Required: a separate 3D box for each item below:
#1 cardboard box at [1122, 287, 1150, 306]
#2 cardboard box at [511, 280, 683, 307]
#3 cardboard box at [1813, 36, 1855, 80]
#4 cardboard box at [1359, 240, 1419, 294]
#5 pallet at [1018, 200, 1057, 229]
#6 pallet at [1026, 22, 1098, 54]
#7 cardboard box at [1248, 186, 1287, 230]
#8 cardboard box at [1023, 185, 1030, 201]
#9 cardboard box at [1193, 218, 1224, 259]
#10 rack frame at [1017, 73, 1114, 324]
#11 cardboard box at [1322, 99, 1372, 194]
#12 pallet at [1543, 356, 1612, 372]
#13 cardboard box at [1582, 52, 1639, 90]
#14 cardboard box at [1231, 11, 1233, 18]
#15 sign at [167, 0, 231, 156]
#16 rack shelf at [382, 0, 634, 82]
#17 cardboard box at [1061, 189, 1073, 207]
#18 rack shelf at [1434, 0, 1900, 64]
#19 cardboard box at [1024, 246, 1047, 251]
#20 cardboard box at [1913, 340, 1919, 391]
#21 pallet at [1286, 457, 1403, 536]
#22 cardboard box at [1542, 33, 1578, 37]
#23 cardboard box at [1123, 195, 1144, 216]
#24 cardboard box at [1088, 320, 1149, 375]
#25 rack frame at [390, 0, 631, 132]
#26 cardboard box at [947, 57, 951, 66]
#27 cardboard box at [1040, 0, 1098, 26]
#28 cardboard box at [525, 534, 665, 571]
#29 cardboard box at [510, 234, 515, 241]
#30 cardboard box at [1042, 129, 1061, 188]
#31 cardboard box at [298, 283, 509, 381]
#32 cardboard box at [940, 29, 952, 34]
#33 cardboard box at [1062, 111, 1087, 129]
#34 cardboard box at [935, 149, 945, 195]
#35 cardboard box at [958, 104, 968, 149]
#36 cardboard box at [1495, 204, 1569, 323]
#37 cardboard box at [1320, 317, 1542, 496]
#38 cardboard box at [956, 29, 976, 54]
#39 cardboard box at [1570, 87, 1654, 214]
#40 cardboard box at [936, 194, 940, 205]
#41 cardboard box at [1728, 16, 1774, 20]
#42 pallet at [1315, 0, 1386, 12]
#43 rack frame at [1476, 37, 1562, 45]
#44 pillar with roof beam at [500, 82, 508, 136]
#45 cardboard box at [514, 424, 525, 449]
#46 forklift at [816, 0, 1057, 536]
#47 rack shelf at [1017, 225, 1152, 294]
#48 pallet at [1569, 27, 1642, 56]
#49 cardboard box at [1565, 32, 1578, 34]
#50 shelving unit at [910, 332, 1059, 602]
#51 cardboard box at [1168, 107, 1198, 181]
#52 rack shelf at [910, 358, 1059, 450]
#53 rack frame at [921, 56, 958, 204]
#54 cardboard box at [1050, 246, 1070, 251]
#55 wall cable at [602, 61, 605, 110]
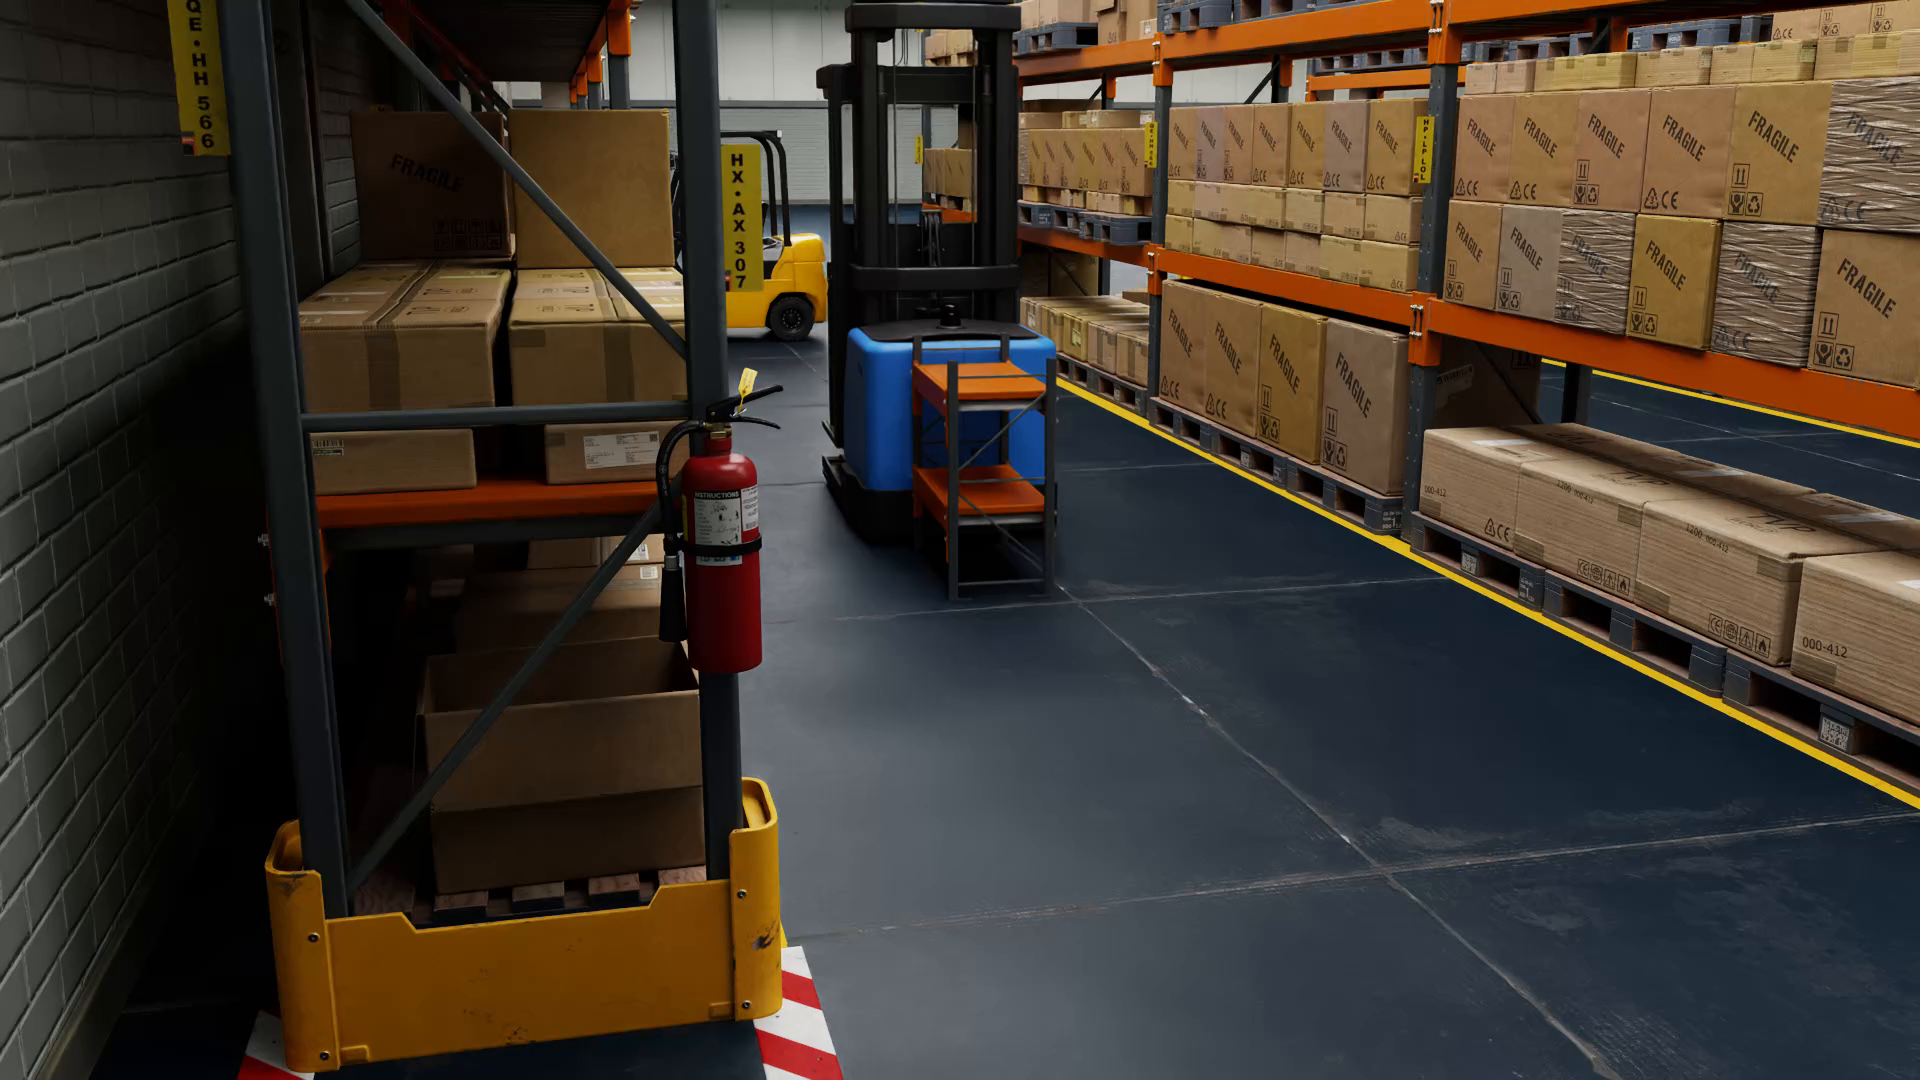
[{"bbox_3d":[2.055,-2.426,17.800,0.500,0.500,0.500,7,15,26],"label":"cardboard box"},{"bbox_3d":[-0.985,-0.578,4.663,0.500,0.250,0.500,-3,14,-13],"label":"cardboard box"},{"bbox_3d":[3.286,-1.706,5.905,0.380,0.149,0.250,-3,14,-14],"label":"cardboard box"},{"bbox_3d":[2.512,-1.488,9.011,0.500,0.250,0.500,-4,14,-15],"label":"cardboard box"},{"bbox_3d":[1.022,-3.039,15.450,1.003,0.211,1.213,-3,14,-13],"label":"pallet"},{"bbox_3d":[1.272,-4.295,14.262,1.213,0.211,1.003,-3,14,-13],"label":"pallet"},{"bbox_3d":[2.134,-2.080,10.385,0.500,0.250,0.500,-3,14,-12],"label":"cardboard box"},{"bbox_3d":[0.806,-3.253,15.568,0.380,0.149,0.250,-3,14,-12],"label":"cardboard box"},{"bbox_3d":[1.931,-2.076,11.422,0.500,0.250,0.500,-4,14,-15],"label":"cardboard box"},{"bbox_3d":[0.984,-3.317,16.182,1.000,3.000,0.127,-3,14,-13],"label":"rack frame"},{"bbox_3d":[2.385,-2.213,9.349,0.500,0.500,0.500,-3,14,-12],"label":"cardboard box"},{"bbox_3d":[6.316,-1.805,15.872,1.003,0.211,1.213,-3,14,-13],"label":"pallet"},{"bbox_3d":[2.894,-1.995,7.087,0.380,0.149,0.250,-4,14,-15],"label":"cardboard box"},{"bbox_3d":[1.954,-3.927,12.642,0.396,0.266,0.258,-3,14,-13],"label":"cardboard box"},{"bbox_3d":[-1.566,-0.960,3.432,0.100,0.325,0.005,-3,14,-13],"label":"sign"},{"bbox_3d":[-2.431,-2.762,9.110,1.077,0.370,4.000,-3,14,-13],"label":"rack shelf"},{"bbox_3d":[1.085,-2.951,14.331,0.380,0.149,0.250,-3,14,-11],"label":"cardboard box"},{"bbox_3d":[3.332,-2.117,6.468,1.077,0.370,4.000,-3,14,-13],"label":"rack shelf"},{"bbox_3d":[0.970,-2.823,17.491,0.500,0.500,0.500,-3,14,-11],"label":"cardboard box"},{"bbox_3d":[3.431,-0.693,5.234,0.500,0.500,0.500,-3,14,-13],"label":"cardboard box"},{"bbox_3d":[2.608,-0.290,9.670,1.003,0.211,1.213,-3,14,-13],"label":"pallet"},{"bbox_3d":[6.093,-5.099,16.376,0.500,0.250,0.500,-3,14,-13],"label":"cardboard box"},{"bbox_3d":[1.484,-2.596,12.877,0.380,0.149,0.250,-3,14,-12],"label":"cardboard box"},{"bbox_3d":[1.619,-1.622,13.897,0.950,0.372,0.625,-4,14,-14],"label":"cardboard box"},{"bbox_3d":[-1.962,-1.193,7.492,1.000,3.000,0.127,-3,14,-13],"label":"rack frame"},{"bbox_3d":[0.066,-5.305,18.532,0.380,0.149,0.250,-3,14,-14],"label":"cardboard box"},{"bbox_3d":[0.991,-4.516,14.201,0.500,0.250,0.500,-3,14,-14],"label":"cardboard box"},{"bbox_3d":[-1.264,0.266,5.899,0.500,0.500,0.500,-3,14,-12],"label":"cardboard box"},{"bbox_3d":[-2.108,-1.136,6.945,0.500,0.250,0.500,-3,14,-14],"label":"cardboard box"},{"bbox_3d":[1.036,-3.359,14.634,0.500,0.500,0.500,-3,14,-14],"label":"cardboard box"},{"bbox_3d":[-1.508,-0.553,4.558,0.500,0.250,0.500,-3,14,-13],"label":"cardboard box"},{"bbox_3d":[-0.011,-5.688,18.417,0.380,0.149,0.250,-3,14,-13],"label":"cardboard box"},{"bbox_3d":[1.106,-3.656,14.481,0.380,0.149,0.250,-2,14,-10],"label":"cardboard box"},{"bbox_3d":[0.011,-4.188,18.913,0.500,0.500,0.500,-3,14,-11],"label":"cardboard box"},{"bbox_3d":[0.376,-4.812,19.360,0.700,0.500,0.500,-4,14,-15],"label":"cardboard box"},{"bbox_3d":[2.832,-1.280,7.637,0.500,0.500,0.500,-3,14,-13],"label":"cardboard box"},{"bbox_3d":[2.639,-0.781,9.397,0.875,0.875,0.875,-3,14,-11],"label":"cardboard box"},{"bbox_3d":[0.259,-5.283,17.602,0.500,0.250,0.500,-3,14,-12],"label":"cardboard box"},{"bbox_3d":[2.961,-1.646,7.027,0.500,0.500,0.500,-3,14,-12],"label":"cardboard box"},{"bbox_3d":[-0.077,-4.027,19.621,0.380,0.149,0.250,-3,14,-13],"label":"cardboard box"},{"bbox_3d":[6.755,-4.539,13.956,0.500,0.311,0.500,-3,14,-13],"label":"cardboard box"},{"bbox_3d":[2.599,-3.044,9.149,0.805,0.209,1.217,-4,14,-15],"label":"pallet"},{"bbox_3d":[5.771,-6.530,16.694,1.000,3.000,0.127,-3,14,-13],"label":"rack frame"},{"bbox_3d":[-6.944,-12.442,40.892,9.100,9.000,0.400,-3,14,-13],"label":"pillar with roof beam"},{"bbox_3d":[-1.033,-0.355,4.587,0.380,0.149,0.250,-3,14,-14],"label":"cardboard box"},{"bbox_3d":[-0.252,-1.748,9.907,1.130,2.935,3.031,-3,14,-10],"label":"forklift"},{"bbox_3d":[1.453,-2.506,14.379,1.077,0.370,4.000,-3,14,-13],"label":"rack shelf"},{"bbox_3d":[6.243,-4.462,14.947,1.003,0.211,1.213,-3,14,-11],"label":"pallet"},{"bbox_3d":[5.774,-4.950,15.983,0.250,0.149,0.380,-3,14,-13],"label":"cardboard box"},{"bbox_3d":[0.100,-0.391,8.156,0.538,1.125,1.048,-3,14,-10],"label":"shelving unit"},{"bbox_3d":[1.801,-2.801,11.753,0.500,0.500,0.500,-4,14,-15],"label":"cardboard box"},{"bbox_3d":[0.100,-0.675,8.086,0.538,0.278,1.000,-3,14,-10],"label":"rack shelf"},{"bbox_3d":[0.044,-4.239,19.959,1.000,3.000,0.127,-3,14,-13],"label":"rack frame"},{"bbox_3d":[1.136,-3.048,17.043,0.380,0.149,0.250,-3,14,-12],"label":"cardboard box"},{"bbox_3d":[-11.945,-12.831,49.027,3.097,2.526,0.112,-3,14,-13],"label":"wall cable"}]
